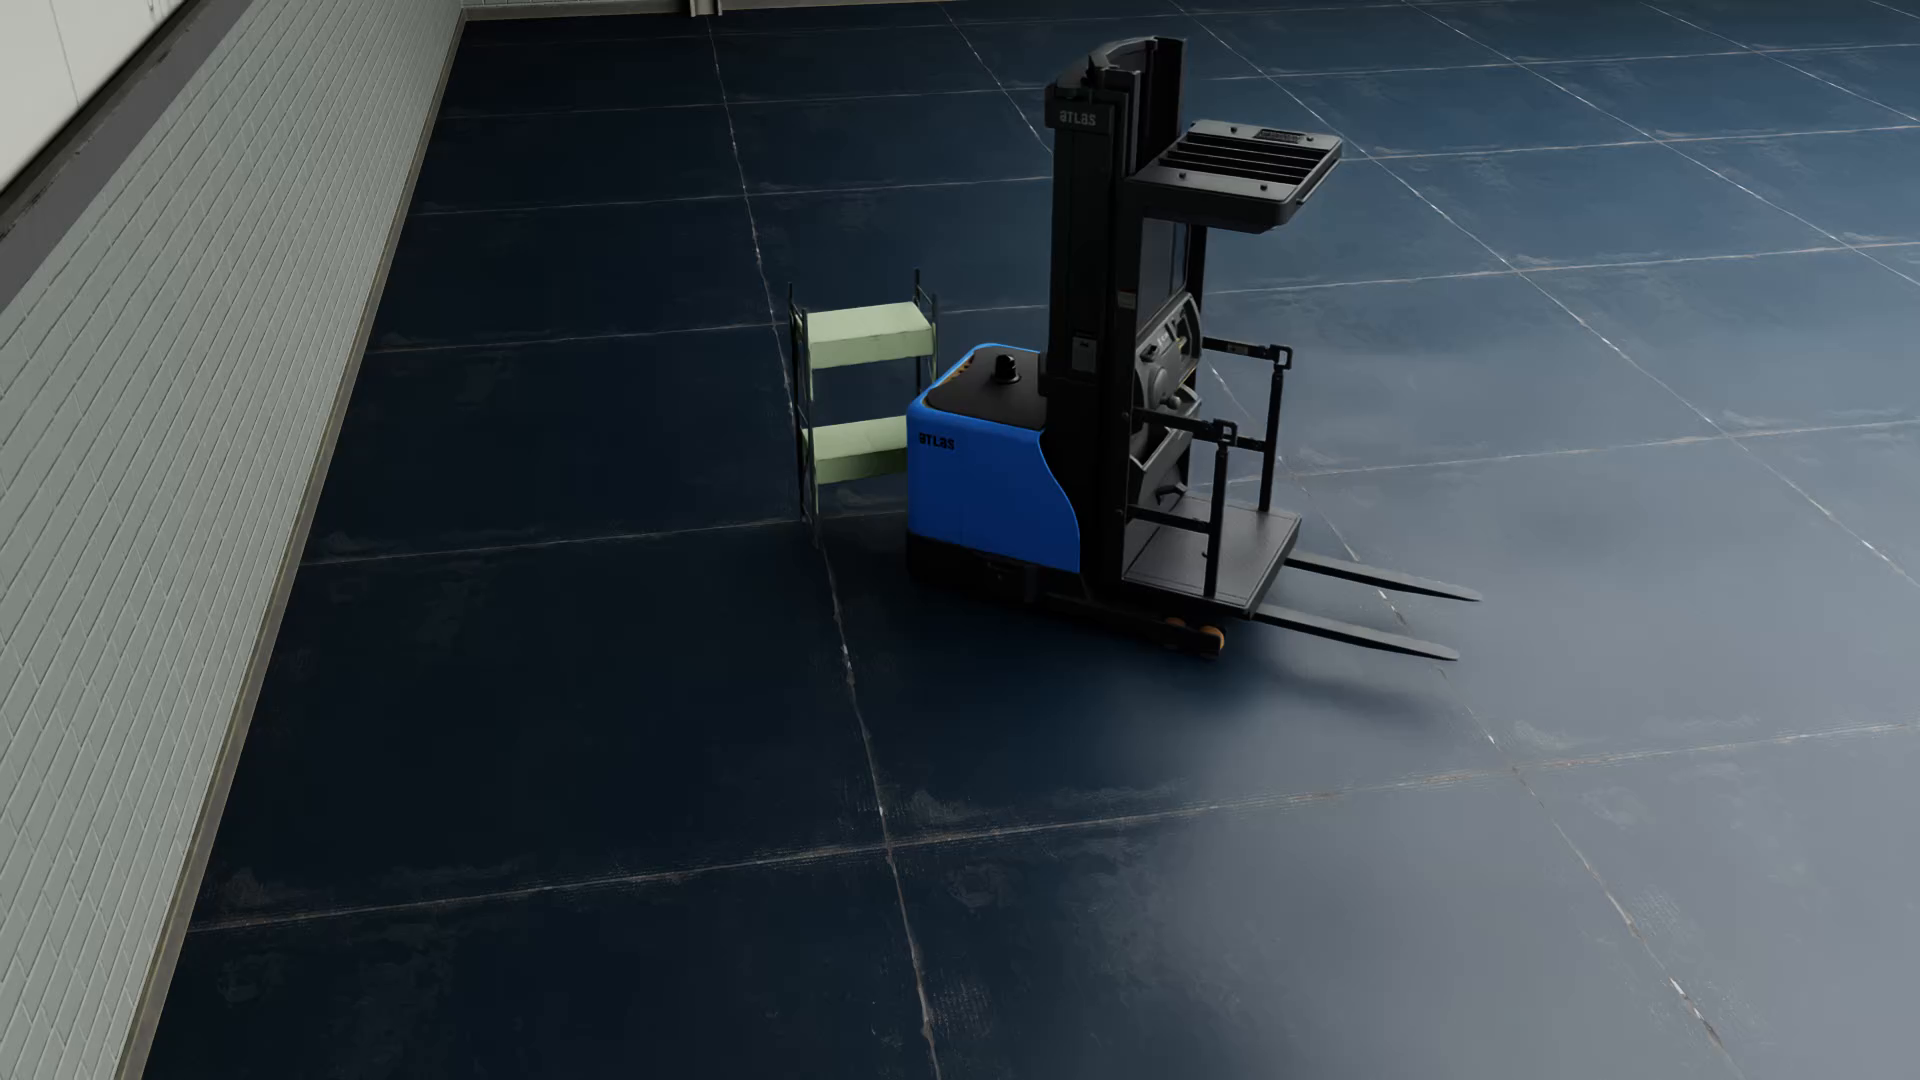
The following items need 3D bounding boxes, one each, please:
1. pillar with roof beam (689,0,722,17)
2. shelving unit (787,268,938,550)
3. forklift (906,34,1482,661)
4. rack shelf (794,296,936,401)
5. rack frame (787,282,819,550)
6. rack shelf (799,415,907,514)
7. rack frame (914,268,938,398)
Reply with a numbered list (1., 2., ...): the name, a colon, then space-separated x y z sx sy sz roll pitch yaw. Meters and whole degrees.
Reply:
1. pillar with roof beam: -2.456 -8.433 15.214 0.400 9.000 9.100 -5 31 -9
2. shelving unit: -0.540 -0.743 9.534 0.755 1.500 0.431 -9 32 -15
3. forklift: 1.256 -0.953 8.480 3.031 2.935 1.130 13 33 21
4. rack shelf: -0.540 -1.080 9.336 0.720 0.370 0.431 -9 32 -15
5. rack frame: -0.890 -0.688 9.441 0.023 1.500 0.400 -9 32 -15
6. rack shelf: -0.540 -0.462 9.699 0.720 0.370 0.431 -9 32 -15
7. rack frame: -0.190 -0.798 9.627 0.023 1.500 0.400 -9 32 -15
